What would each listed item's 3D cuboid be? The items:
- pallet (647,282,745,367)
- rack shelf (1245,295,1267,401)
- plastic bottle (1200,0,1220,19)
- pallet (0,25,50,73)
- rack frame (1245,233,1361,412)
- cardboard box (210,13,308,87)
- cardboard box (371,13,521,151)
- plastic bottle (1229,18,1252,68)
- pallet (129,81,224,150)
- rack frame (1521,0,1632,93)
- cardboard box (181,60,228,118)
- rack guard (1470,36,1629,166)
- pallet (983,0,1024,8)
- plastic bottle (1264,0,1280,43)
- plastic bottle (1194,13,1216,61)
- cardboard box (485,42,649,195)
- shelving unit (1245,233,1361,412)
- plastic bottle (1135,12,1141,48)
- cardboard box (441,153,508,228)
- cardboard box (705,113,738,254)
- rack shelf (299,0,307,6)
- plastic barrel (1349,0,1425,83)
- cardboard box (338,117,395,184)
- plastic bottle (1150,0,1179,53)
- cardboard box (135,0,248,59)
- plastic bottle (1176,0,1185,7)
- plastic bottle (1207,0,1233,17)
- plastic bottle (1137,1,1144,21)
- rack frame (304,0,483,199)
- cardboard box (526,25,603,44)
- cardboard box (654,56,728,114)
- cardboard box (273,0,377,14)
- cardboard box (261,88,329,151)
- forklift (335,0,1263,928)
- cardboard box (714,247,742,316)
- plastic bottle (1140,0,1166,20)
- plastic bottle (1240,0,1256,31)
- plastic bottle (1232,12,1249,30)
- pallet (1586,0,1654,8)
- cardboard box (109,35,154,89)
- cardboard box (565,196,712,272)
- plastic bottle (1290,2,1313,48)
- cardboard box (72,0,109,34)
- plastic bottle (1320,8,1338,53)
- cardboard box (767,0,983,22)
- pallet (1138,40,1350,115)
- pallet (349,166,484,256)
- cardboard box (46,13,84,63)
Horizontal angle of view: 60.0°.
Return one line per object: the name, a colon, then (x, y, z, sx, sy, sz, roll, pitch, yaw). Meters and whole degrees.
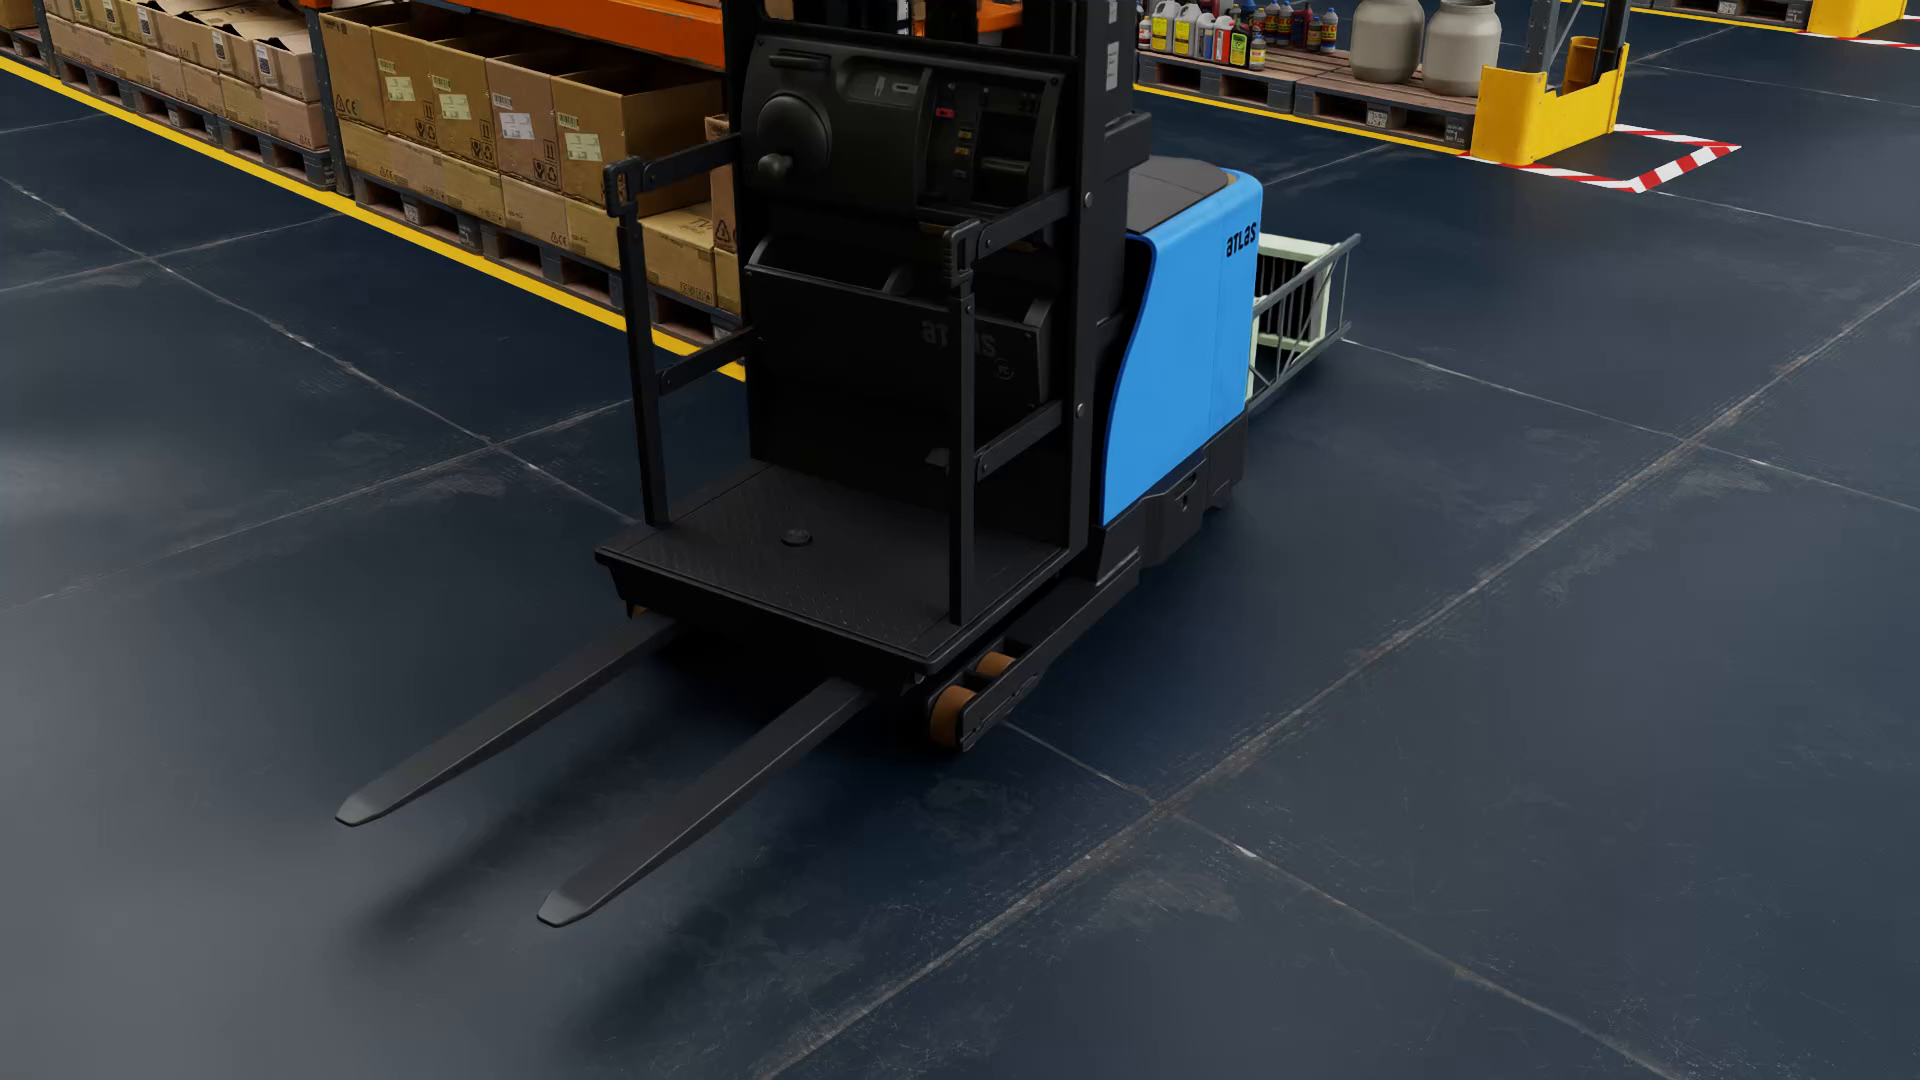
pallet: (-0.585, -0.979, 6.885, 1.213, 0.211, 1.003, 25, 36, 38)
rack shelf: (0.699, -0.710, 6.074, 0.720, 0.431, 0.370, 16, 32, 28)
plastic bottle: (1.680, -3.545, 11.215, 0.133, 0.283, 0.061, 25, 36, 38)
pallet: (-6.221, -3.610, 11.888, 1.213, 0.211, 1.003, 25, 36, 38)
rack frame: (1.182, -0.747, 6.144, 0.023, 0.400, 1.500, 16, 32, 28)
cardboard box: (-3.728, -2.704, 9.071, 0.500, 0.311, 0.500, -24, 36, -38)
cardboard box: (-2.389, -2.168, 7.847, 0.500, 0.500, 0.500, 25, 36, 38)
plastic bottle: (1.752, -3.098, 10.365, 0.061, 0.283, 0.133, -24, 36, -38)
pallet: (-4.289, -2.674, 10.109, 1.213, 0.211, 1.003, 25, 36, 38)
rack frame: (3.465, -3.620, 8.912, 0.127, 3.000, 1.000, 25, 36, 38)
cardboard box: (-4.086, -2.623, 9.519, 0.500, 0.250, 0.500, -24, 36, -38)
rack guard: (3.378, -2.523, 9.511, 0.348, 0.500, 1.175, 25, 36, 38)
pallet: (0.026, -3.934, 12.506, 1.213, 0.211, 1.003, 25, 36, 38)
plastic bottle: (2.075, -3.447, 11.041, 0.097, 0.271, 0.097, 0, 28, 0)
plastic bottle: (1.589, -3.200, 10.566, 0.135, 0.276, 0.152, 23, 36, 37)
cardboard box: (-1.680, -1.839, 7.223, 0.500, 0.500, 0.500, 25, 36, 38)
shelving unit: (0.873, -0.838, 6.318, 0.755, 0.431, 1.500, 16, 32, 28)
plastic bottle: (1.121, -3.387, 10.915, 0.061, 0.283, 0.133, -23, 36, -37)
cardboard box: (-2.038, -1.670, 7.706, 0.500, 0.250, 0.500, 25, 36, 38)
cardboard box: (-0.601, -1.354, 6.300, 0.500, 0.500, 0.500, 25, 36, 38)
rack shelf: (-4.289, -3.617, 9.678, 4.000, 0.370, 1.077, 25, 36, 38)
plastic barrel: (2.585, -3.058, 10.064, 0.421, 0.512, 0.421, 0, 28, 0)
cardboard box: (-2.744, -2.000, 8.333, 0.500, 0.250, 0.500, 25, 36, 38)
plastic bottle: (1.335, -3.346, 10.764, 0.185, 0.351, 0.144, 24, 36, 38)
cardboard box: (-4.438, -3.033, 9.696, 0.500, 0.311, 0.500, 24, 36, 38)
plastic bottle: (1.557, -3.701, 11.512, 0.061, 0.283, 0.133, -22, 35, -36)
plastic bottle: (1.755, -3.578, 11.285, 0.152, 0.276, 0.135, -25, 36, -38)
plastic bottle: (1.163, -3.414, 10.979, 0.097, 0.271, 0.097, 0, 28, 0)
rack frame: (-2.862, -3.283, 8.270, 0.127, 3.000, 1.000, 25, 36, 38)
cardboard box: (-1.671, -2.176, 7.862, 0.500, 0.500, 0.500, 25, 36, 38)
cardboard box: (-0.960, -1.848, 7.240, 0.500, 0.500, 0.500, 25, 36, 38)
cardboard box: (-3.706, -3.051, 9.730, 0.500, 0.311, 0.500, 23, 36, 37)
cardboard box: (-3.361, -2.291, 8.886, 0.500, 0.250, 0.500, 24, 36, 38)
forklift: (-0.273, -1.009, 4.019, 1.130, 2.935, 3.031, 16, 32, 28)
cardboard box: (-0.600, -1.023, 6.476, 0.500, 0.250, 0.500, 25, 36, 38)
plastic bottle: (1.325, -3.680, 11.479, 0.135, 0.276, 0.152, 25, 36, 38)
plastic bottle: (1.931, -3.513, 11.166, 0.097, 0.271, 0.097, 0, 28, 0)
plastic bottle: (1.762, -3.193, 10.546, 0.133, 0.283, 0.061, 25, 36, 38)
pallet: (5.463, -4.729, 14.017, 1.213, 0.211, 1.003, 25, 36, 38)
cardboard box: (-4.813, -2.957, 10.154, 0.500, 0.250, 0.500, 23, 36, 37)
cardboard box: (-1.322, -1.345, 7.088, 0.500, 0.250, 0.500, 25, 36, 38)
plastic bottle: (2.242, -3.387, 10.915, 0.061, 0.283, 0.133, -25, 36, -38)
cardboard box: (-5.167, -3.368, 10.333, 0.500, 0.311, 0.500, 24, 36, 37)
plastic bottle: (2.391, -3.302, 10.766, 0.097, 0.271, 0.097, 0, 28, 0)
cardboard box: (-0.334, -2.178, 6.062, 0.500, 0.500, 0.700, 25, 36, 38)
pallet: (1.937, -3.060, 10.843, 1.213, 0.211, 1.003, 25, 36, 38)
pallet: (-2.325, -1.775, 8.399, 1.213, 0.211, 1.003, 25, 36, 38)
cardboard box: (-5.547, -3.288, 10.784, 0.500, 0.250, 0.500, 24, 36, 38)
